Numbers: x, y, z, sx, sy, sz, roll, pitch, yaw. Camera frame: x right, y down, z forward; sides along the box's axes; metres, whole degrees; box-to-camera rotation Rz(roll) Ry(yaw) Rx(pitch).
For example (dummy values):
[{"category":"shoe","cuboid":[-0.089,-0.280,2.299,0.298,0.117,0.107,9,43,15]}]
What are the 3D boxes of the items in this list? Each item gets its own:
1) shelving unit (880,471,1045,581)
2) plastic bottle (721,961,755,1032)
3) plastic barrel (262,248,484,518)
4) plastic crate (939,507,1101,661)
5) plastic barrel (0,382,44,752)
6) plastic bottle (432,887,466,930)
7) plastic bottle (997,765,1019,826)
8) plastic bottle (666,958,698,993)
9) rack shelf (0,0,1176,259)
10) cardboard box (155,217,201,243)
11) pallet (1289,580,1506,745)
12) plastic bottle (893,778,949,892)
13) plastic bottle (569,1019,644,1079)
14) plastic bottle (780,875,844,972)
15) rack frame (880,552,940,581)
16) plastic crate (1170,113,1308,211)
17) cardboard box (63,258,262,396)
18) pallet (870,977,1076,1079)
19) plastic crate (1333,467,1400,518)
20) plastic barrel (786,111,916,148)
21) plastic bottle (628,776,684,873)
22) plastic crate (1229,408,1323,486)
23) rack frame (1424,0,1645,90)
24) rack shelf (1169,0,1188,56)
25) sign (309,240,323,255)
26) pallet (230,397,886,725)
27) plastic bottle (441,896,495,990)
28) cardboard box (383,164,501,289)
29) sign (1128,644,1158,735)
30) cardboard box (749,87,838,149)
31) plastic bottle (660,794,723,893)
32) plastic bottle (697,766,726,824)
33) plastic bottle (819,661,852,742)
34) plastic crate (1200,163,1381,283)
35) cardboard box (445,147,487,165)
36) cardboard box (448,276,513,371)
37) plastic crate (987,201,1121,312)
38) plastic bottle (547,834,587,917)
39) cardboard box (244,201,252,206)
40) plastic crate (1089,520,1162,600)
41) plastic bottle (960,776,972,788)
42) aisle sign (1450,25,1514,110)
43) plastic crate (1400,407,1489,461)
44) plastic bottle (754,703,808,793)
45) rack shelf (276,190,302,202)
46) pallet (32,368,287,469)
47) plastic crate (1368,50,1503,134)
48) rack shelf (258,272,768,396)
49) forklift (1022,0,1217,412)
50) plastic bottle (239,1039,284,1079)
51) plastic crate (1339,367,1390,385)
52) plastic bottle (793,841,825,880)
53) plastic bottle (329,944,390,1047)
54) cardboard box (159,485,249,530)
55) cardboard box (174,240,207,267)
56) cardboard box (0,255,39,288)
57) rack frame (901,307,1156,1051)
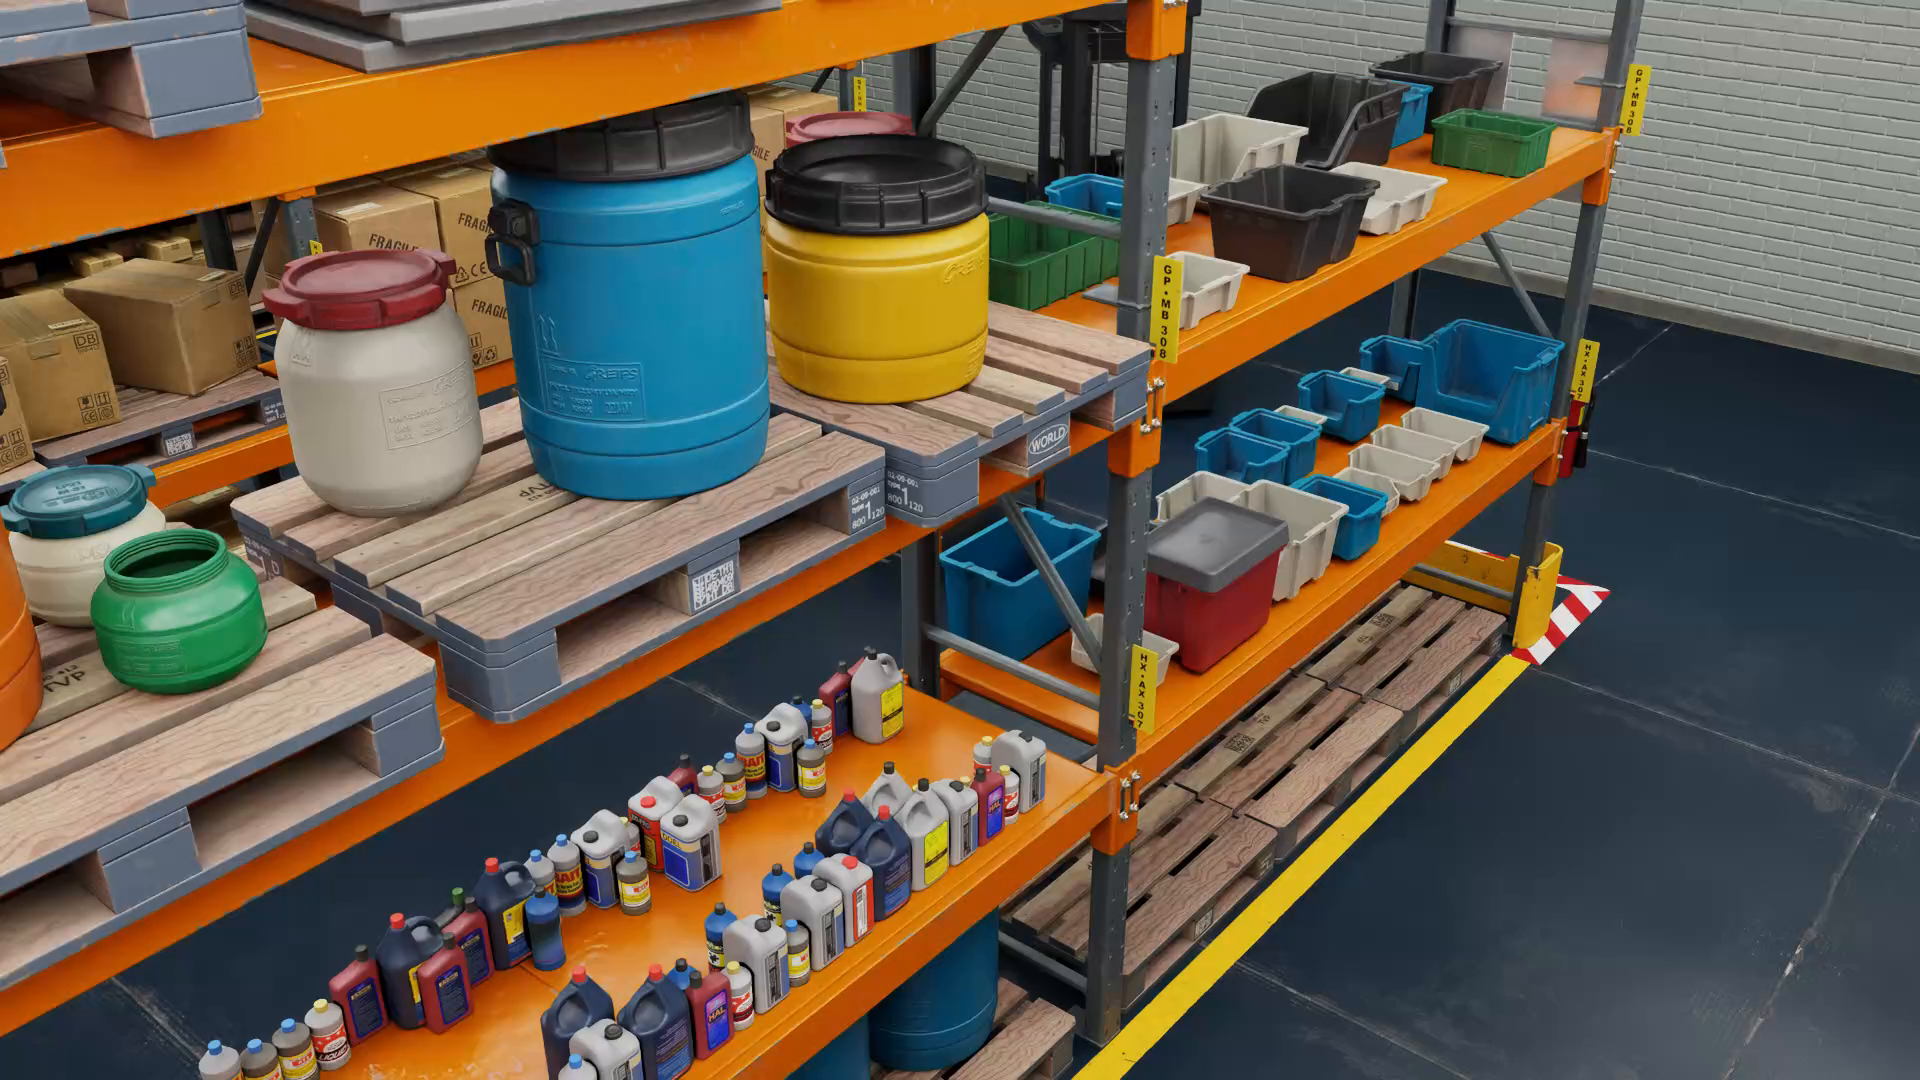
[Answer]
[{"category":"shelving unit","cuboid":[0.004,-0.502,9.996,0.538,1.125,1.048,21,34,34]},{"category":"plastic bottle","cuboid":[-0.637,1.285,4.719,0.097,0.201,0.097,0,27,0]},{"category":"plastic barrel","cuboid":[-1.330,-0.359,3.810,0.433,0.535,0.433,0,27,0]},{"category":"plastic crate","cuboid":[0.237,0.190,6.570,0.392,0.384,0.575,21,34,34]},{"category":"plastic barrel","cuboid":[-1.978,-0.017,2.829,0.600,0.830,0.708,21,34,34]},{"category":"plastic bottle","cuboid":[-1.484,1.159,4.873,0.061,0.283,0.133,21,34,34]},{"category":"plastic bottle","cuboid":[0.149,0.846,5.566,0.097,0.201,0.097,0,27,0]},{"category":"plastic bottle","cuboid":[-0.769,1.283,4.646,0.097,0.271,0.097,0,27,0]},{"category":"rack shelf","cuboid":[-1.069,-0.984,3.576,1.077,0.370,4.000,21,34,34]},{"category":"cardboard box","cuboid":[-6.307,-2.489,13.354,0.380,0.149,0.250,20,33,34]},{"category":"pallet","cuboid":[2.193,0.576,8.907,1.003,0.211,1.213,21,34,34]},{"category":"plastic bottle","cuboid":[-0.129,0.918,5.264,0.144,0.351,0.185,21,34,34]},{"category":"plastic bottle","cuboid":[-0.935,1.397,4.419,0.152,0.276,0.135,21,34,34]},{"category":"plastic bottle","cuboid":[-0.437,1.120,4.955,0.152,0.276,0.135,21,34,34]},{"category":"rack frame","cuboid":[-0.319,-0.322,9.648,0.500,1.125,0.032,21,34,34]},{"category":"plastic crate","cuboid":[1.099,-1.528,6.803,0.437,0.282,0.530,21,34,34]},{"category":"cardboard box","cuboid":[-4.091,-1.103,8.551,0.700,0.500,0.500,9,29,18]},{"category":"pallet","cuboid":[-0.320,1.975,6.203,1.003,0.211,1.213,21,34,34]},{"category":"plastic crate","cuboid":[1.840,-0.196,7.586,0.298,0.136,0.250,21,34,34]},{"category":"plastic barrel","cuboid":[-0.325,-0.991,5.032,0.433,0.535,0.433,0,27,0]},{"category":"plastic bottle","cuboid":[-0.974,0.911,5.360,0.152,0.276,0.135,21,34,34]},{"category":"plastic crate","cuboid":[1.499,-0.438,7.948,0.416,0.233,0.300,21,34,34]},{"category":"rack frame","cuboid":[2.747,-3.608,7.431,1.000,3.000,0.127,21,34,34]},{"category":"rack shelf","cuboid":[1.475,-2.402,6.317,1.077,0.370,4.000,21,34,34]},{"category":"sign","cuboid":[-3.186,-1.328,8.292,0.100,0.325,0.005,21,34,34]},{"category":"pallet","cuboid":[-0.939,-0.064,4.051,1.003,0.211,1.213,21,34,34]},{"category":"plastic bottle","cuboid":[-1.437,1.176,4.839,0.061,0.283,0.133,21,34,34]},{"category":"cardboard box","cuboid":[-2.772,-1.731,9.134,0.500,0.500,0.500,20,33,33]},{"category":"sign","cuboid":[0.626,0.513,5.692,0.100,0.325,0.005,21,34,34]},{"category":"cardboard box","cuboid":[-1.144,-2.643,10.897,0.500,0.500,0.500,20,34,34]},{"category":"plastic bottle","cuboid":[-0.857,0.955,5.274,0.152,0.276,0.135,21,34,34]},{"category":"plastic bottle","cuboid":[-0.837,0.848,5.563,0.097,0.201,0.097,0,27,0]},{"category":"plastic bottle","cuboid":[-0.444,0.579,5.993,0.061,0.283,0.133,21,34,34]},{"category":"plastic crate","cuboid":[1.205,-1.160,6.105,0.497,0.269,0.590,21,34,34]},{"category":"cardboard box","cuboid":[-2.851,-2.079,9.807,0.500,0.500,0.500,21,34,35]},{"category":"cardboard box","cuboid":[-2.759,-1.302,9.394,0.500,0.500,0.500,21,34,35]},{"category":"plastic crate","cuboid":[0.239,-1.002,5.888,0.450,0.188,0.662,21,34,34]},{"category":"plastic bottle","cuboid":[-1.217,1.028,5.138,0.097,0.271,0.097,0,27,0]},{"category":"cardboard box","cuboid":[-5.821,-2.760,13.879,0.380,0.149,0.250,21,34,35]},{"category":"plastic crate","cuboid":[0.708,0.095,7.036,0.437,0.125,0.590,21,34,34]},{"category":"plastic bottle","cuboid":[0.017,0.876,5.509,0.097,0.201,0.097,0,27,0]},{"category":"aisle sign","cuboid":[2.564,-2.210,8.429,0.394,0.787,0.004,21,34,34]},{"category":"plastic crate","cuboid":[2.368,-0.511,8.195,0.396,0.136,0.243,21,34,34]},{"category":"plastic bottle","cuboid":[-0.618,0.712,5.744,0.152,0.276,0.135,21,34,34]},{"category":"rack shelf","cuboid":[-4.889,-1.278,6.974,1.077,0.370,4.000,21,34,34]},{"category":"pallet","cuboid":[-4.209,-0.638,8.427,1.003,0.211,1.213,21,34,34]},{"category":"plastic crate","cuboid":[2.287,-2.163,8.044,0.497,0.269,0.590,21,34,34]},{"category":"rack shelf","cuboid":[-2.345,-1.364,10.405,1.077,0.370,4.000,21,34,34]},{"category":"forklift","cuboid":[1.072,-2.824,12.519,1.130,2.935,3.031,-5,28,-9]},{"category":"plastic bottle","cuboid":[-1.869,1.423,4.451,0.097,0.201,0.097,0,27,0]},{"category":"plastic crate","cuboid":[2.068,-0.772,8.700,0.250,0.136,0.298,21,34,34]},{"category":"plastic bottle","cuboid":[-0.460,1.045,5.106,0.097,0.271,0.097,0,27,0]},{"category":"plastic bottle","cuboid":[-1.686,1.271,4.655,0.061,0.283,0.133,21,34,34]},{"category":"cardboard box","cuboid":[-4.113,0.041,9.148,0.500,0.500,0.500,19,33,32]},{"category":"cardboard box","cuboid":[-6.237,-2.091,13.290,0.700,0.500,0.500,22,34,36]},{"category":"cardboard box","cuboid":[-7.132,-2.027,12.461,0.380,0.149,0.250,21,34,34]},{"category":"rack frame","cuboid":[0.203,0.475,6.068,1.000,3.000,0.127,21,34,34]}]
